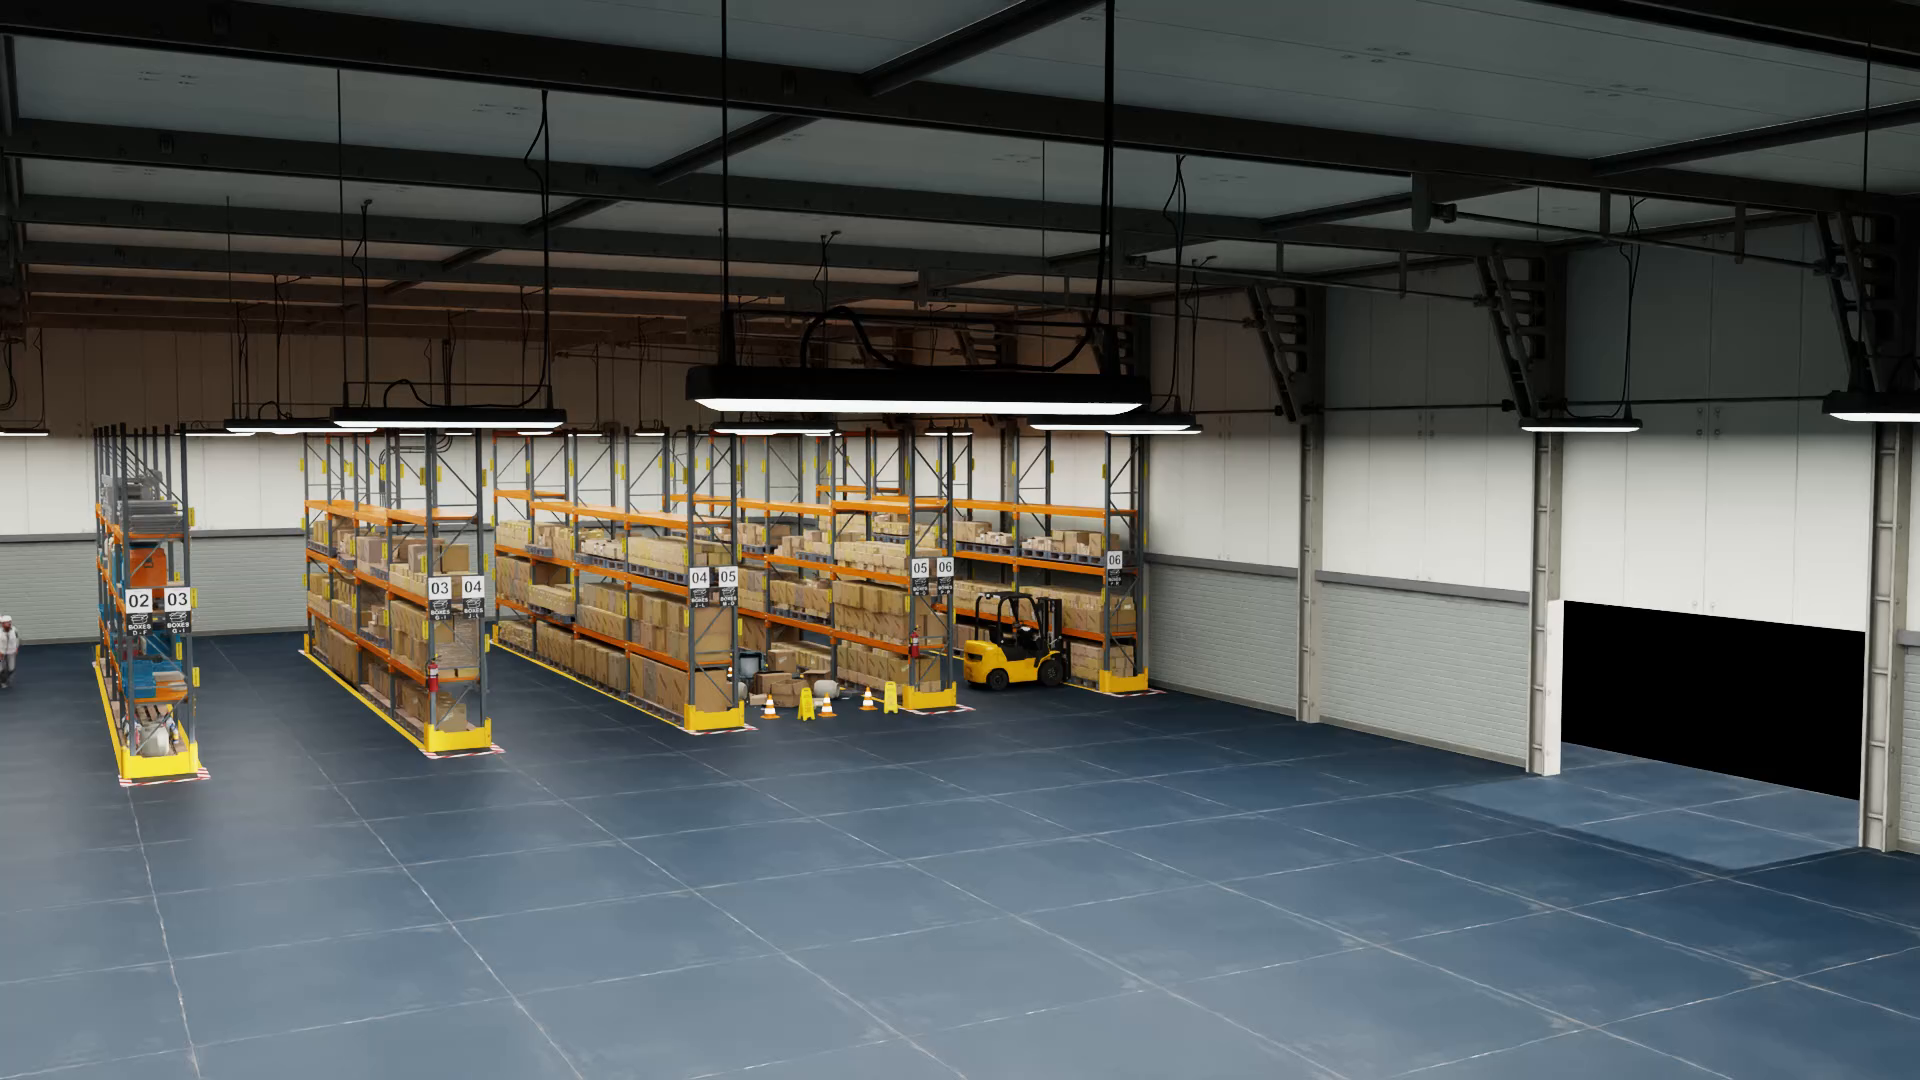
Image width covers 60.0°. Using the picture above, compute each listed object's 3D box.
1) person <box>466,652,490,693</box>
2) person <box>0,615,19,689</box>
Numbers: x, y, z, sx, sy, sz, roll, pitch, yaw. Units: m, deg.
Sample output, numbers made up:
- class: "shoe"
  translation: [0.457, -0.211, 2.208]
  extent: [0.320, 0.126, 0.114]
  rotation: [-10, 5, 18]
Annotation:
- class: "person"
  translation: [-10.911, 2.638, 37.641]
  extent: [0.470, 1.590, 1.012]
  rotation: [-3, 4, -38]
- class: "person"
  translation: [-21.931, 2.570, 38.189]
  extent: [0.608, 1.704, 0.624]
  rotation: [-2, 4, -35]
